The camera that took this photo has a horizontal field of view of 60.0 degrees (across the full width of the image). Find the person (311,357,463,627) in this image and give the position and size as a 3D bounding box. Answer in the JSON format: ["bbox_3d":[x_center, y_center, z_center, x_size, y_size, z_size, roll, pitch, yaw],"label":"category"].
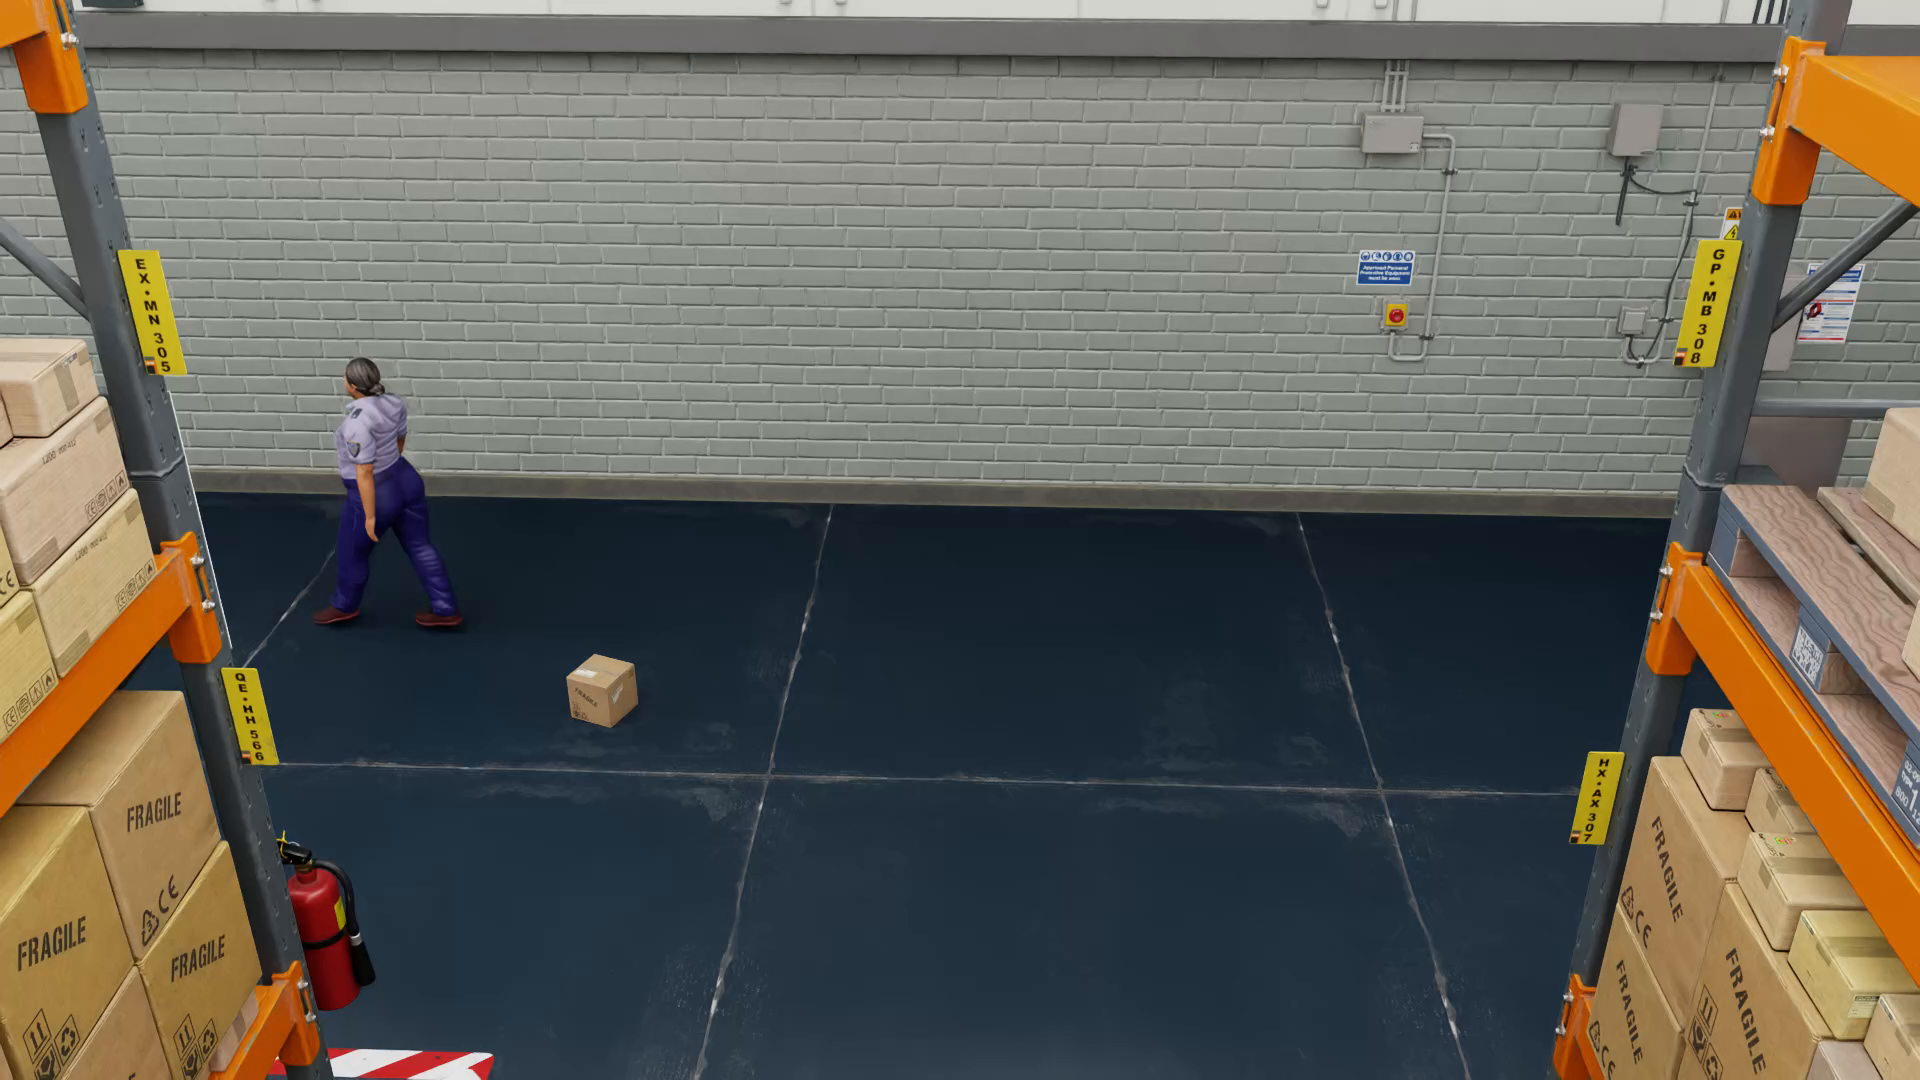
[{"bbox_3d":[-3.230,-0.262,9.117,0.880,1.625,0.512,11,30,20],"label":"person"}]
